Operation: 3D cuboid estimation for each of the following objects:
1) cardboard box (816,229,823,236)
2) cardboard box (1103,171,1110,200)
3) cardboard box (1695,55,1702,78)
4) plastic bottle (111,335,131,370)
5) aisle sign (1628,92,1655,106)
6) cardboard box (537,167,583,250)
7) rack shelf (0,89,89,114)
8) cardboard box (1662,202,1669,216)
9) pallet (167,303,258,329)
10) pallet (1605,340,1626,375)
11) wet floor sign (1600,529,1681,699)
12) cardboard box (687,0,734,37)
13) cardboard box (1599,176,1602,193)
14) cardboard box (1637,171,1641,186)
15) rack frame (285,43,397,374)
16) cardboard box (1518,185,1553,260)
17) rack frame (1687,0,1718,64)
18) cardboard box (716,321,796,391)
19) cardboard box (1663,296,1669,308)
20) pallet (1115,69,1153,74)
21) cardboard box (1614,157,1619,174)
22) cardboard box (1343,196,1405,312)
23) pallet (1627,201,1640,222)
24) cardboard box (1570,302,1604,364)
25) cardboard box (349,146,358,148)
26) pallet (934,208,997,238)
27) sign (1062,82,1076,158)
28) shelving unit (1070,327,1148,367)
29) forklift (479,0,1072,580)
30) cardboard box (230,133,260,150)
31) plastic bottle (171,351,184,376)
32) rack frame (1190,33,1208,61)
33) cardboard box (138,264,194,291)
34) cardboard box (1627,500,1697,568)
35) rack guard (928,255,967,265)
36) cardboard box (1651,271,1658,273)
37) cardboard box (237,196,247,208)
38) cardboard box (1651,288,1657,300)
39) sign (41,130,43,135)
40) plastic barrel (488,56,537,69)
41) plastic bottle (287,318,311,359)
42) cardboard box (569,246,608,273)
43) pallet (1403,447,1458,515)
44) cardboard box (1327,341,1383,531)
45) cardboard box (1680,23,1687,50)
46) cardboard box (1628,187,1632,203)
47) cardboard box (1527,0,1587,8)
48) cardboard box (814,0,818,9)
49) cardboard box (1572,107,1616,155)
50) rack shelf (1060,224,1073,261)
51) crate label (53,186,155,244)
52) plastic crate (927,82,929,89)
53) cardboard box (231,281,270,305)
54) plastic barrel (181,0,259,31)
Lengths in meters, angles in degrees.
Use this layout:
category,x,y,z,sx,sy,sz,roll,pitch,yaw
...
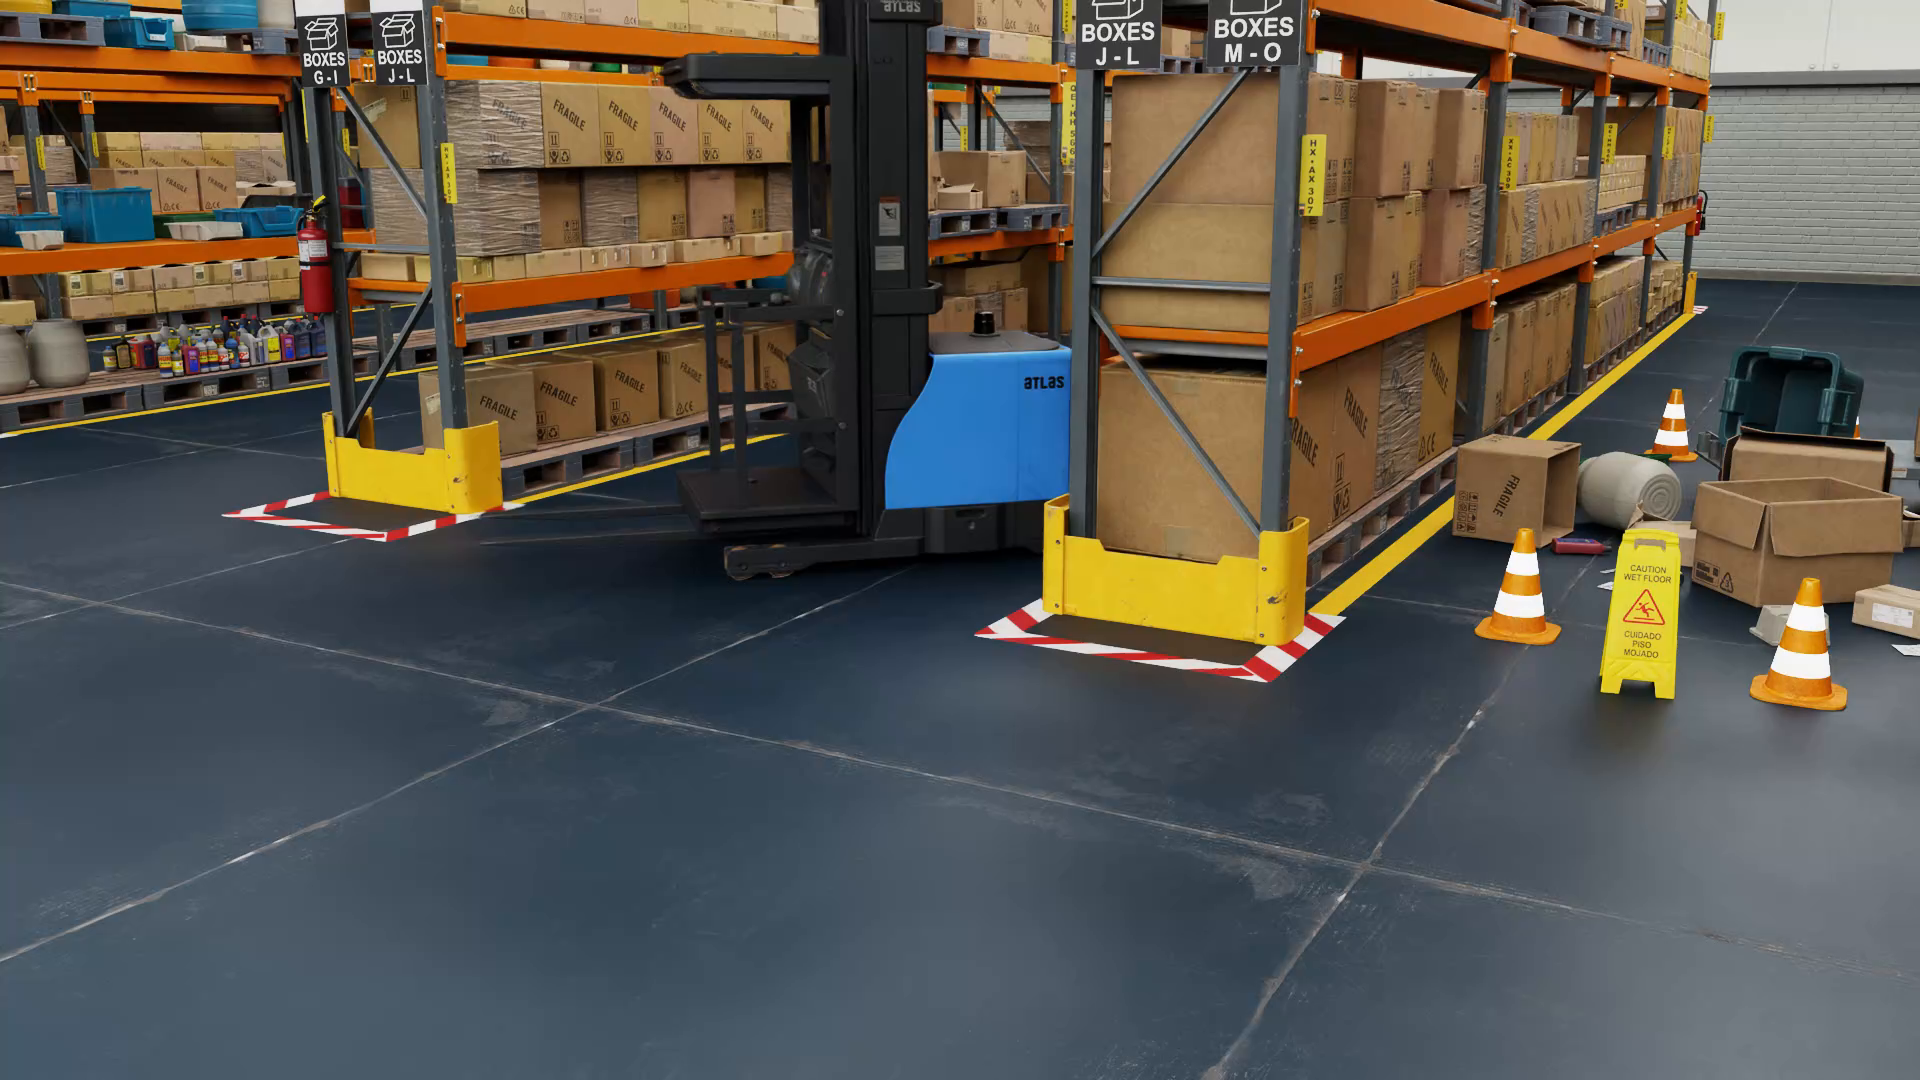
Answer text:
category,x,y,z,sx,sy,sz,roll,pitch,yaw
cardboard box,-1.240,-2.308,12.741,0.380,0.149,0.250,7,15,28
cardboard box,1.261,-3.551,17.151,0.500,0.500,0.500,7,15,27
cardboard box,8.221,-5.443,19.129,0.500,0.250,0.500,8,16,30
plastic bottle,-7.118,-1.593,14.100,0.061,0.283,0.133,8,16,29
aisle sign,8.473,-5.699,20.726,0.394,0.787,0.004,7,15,28
cardboard box,-2.900,-2.106,10.519,0.875,0.500,0.500,7,15,28
rack shelf,-13.435,-5.710,21.451,1.077,0.370,4.000,7,15,28
cardboard box,7.649,-3.686,18.459,0.380,0.149,0.250,8,16,29
pallet,-9.153,-2.681,19.706,1.003,0.211,1.213,7,15,28
pallet,5.803,-1.799,16.045,1.003,0.211,1.213,7,15,28
wet floor sign,2.685,0.271,6.532,0.267,0.644,0.232,5,14,18
cardboard box,-1.889,-3.558,11.312,0.500,0.250,0.500,7,15,28
cardboard box,5.372,-3.104,14.514,0.380,0.149,0.250,8,16,31
cardboard box,6.621,-3.634,16.713,0.380,0.149,0.250,7,15,28
rack frame,-5.729,-3.068,15.360,1.000,3.000,0.127,7,15,28
cardboard box,3.877,-2.256,11.779,0.500,0.500,0.500,7,15,28
rack frame,8.701,-7.303,20.125,1.000,3.000,0.127,7,15,28
cardboard box,-1.622,-1.419,12.955,0.500,0.500,0.500,7,15,26
cardboard box,8.064,-2.799,19.430,0.380,0.149,0.250,8,16,29
pallet,1.343,-5.062,17.633,1.003,0.211,1.213,8,16,31
cardboard box,5.860,-3.459,15.352,0.380,0.149,0.250,8,16,30
cardboard box,1.733,-1.474,8.427,0.875,0.550,0.550,7,15,28
pallet,6.270,-3.332,16.864,1.003,0.211,1.213,7,15,28
cardboard box,5.399,-1.850,14.746,0.500,0.500,0.500,7,15,26
cardboard box,-10.258,-6.087,27.243,0.980,0.700,0.700,8,16,29
pallet,-0.381,-2.824,14.755,1.003,0.211,1.213,7,15,28
sign,0.498,-1.846,7.315,0.100,0.325,0.005,7,15,28
shelving unit,1.044,-0.719,9.236,0.538,1.125,1.048,12,25,26
forklift,-0.947,-1.362,8.431,3.031,2.935,1.130,-4,14,-15
cardboard box,-11.038,-6.066,25.305,0.500,0.250,0.500,8,16,29
plastic bottle,-6.463,-1.459,13.717,0.097,0.201,0.097,0,14,0
rack frame,2.474,-7.065,19.138,1.000,3.000,0.127,7,15,28
cardboard box,-9.150,-3.035,18.998,0.500,0.311,0.500,7,15,26
cardboard box,3.681,-0.034,8.608,0.396,0.266,0.258,11,17,38
rack guard,0.072,-4.321,25.892,1.175,0.500,0.348,7,15,28
cardboard box,7.739,-2.992,18.961,0.380,0.149,0.250,7,15,26
cardboard box,-8.697,-4.061,20.013,0.380,0.149,0.250,9,16,32
cardboard box,7.639,-2.792,18.765,0.380,0.149,0.250,8,16,31
sign,-12.955,-5.636,23.543,0.100,0.325,0.005,7,15,28
plastic barrel,-4.699,-5.278,17.209,0.600,0.830,0.708,7,15,28
plastic bottle,-5.881,-1.790,14.772,0.144,0.351,0.185,7,15,25
cardboard box,-2.479,-1.799,10.630,0.380,0.149,0.250,7,15,28
pallet,2.464,-0.422,10.332,1.003,0.211,1.213,7,15,28
cardboard box,1.660,-0.602,8.769,0.875,0.875,0.875,7,15,27
cardboard box,7.455,-5.367,17.750,0.500,0.250,0.500,7,15,28
cardboard box,6.380,-3.388,16.327,0.380,0.149,0.250,7,15,25
cardboard box,4.238,-4.116,11.985,0.500,0.500,0.500,7,15,28
cardboard box,-1.079,-4.305,12.973,0.797,0.503,0.637,7,15,25
cardboard box,6.758,-4.372,17.787,0.500,0.500,0.500,7,15,26
rack shelf,1.507,-3.388,18.223,1.077,0.370,4.000,7,15,28
crate label,-7.010,-2.673,13.646,0.502,0.435,0.616,7,15,28
plastic crate,-0.710,-6.408,23.377,0.437,0.136,0.530,7,15,28
cardboard box,-8.662,-2.974,19.939,0.500,0.250,0.500,8,16,29
plastic barrel,-6.304,-4.782,14.104,0.600,0.901,0.708,7,15,28
